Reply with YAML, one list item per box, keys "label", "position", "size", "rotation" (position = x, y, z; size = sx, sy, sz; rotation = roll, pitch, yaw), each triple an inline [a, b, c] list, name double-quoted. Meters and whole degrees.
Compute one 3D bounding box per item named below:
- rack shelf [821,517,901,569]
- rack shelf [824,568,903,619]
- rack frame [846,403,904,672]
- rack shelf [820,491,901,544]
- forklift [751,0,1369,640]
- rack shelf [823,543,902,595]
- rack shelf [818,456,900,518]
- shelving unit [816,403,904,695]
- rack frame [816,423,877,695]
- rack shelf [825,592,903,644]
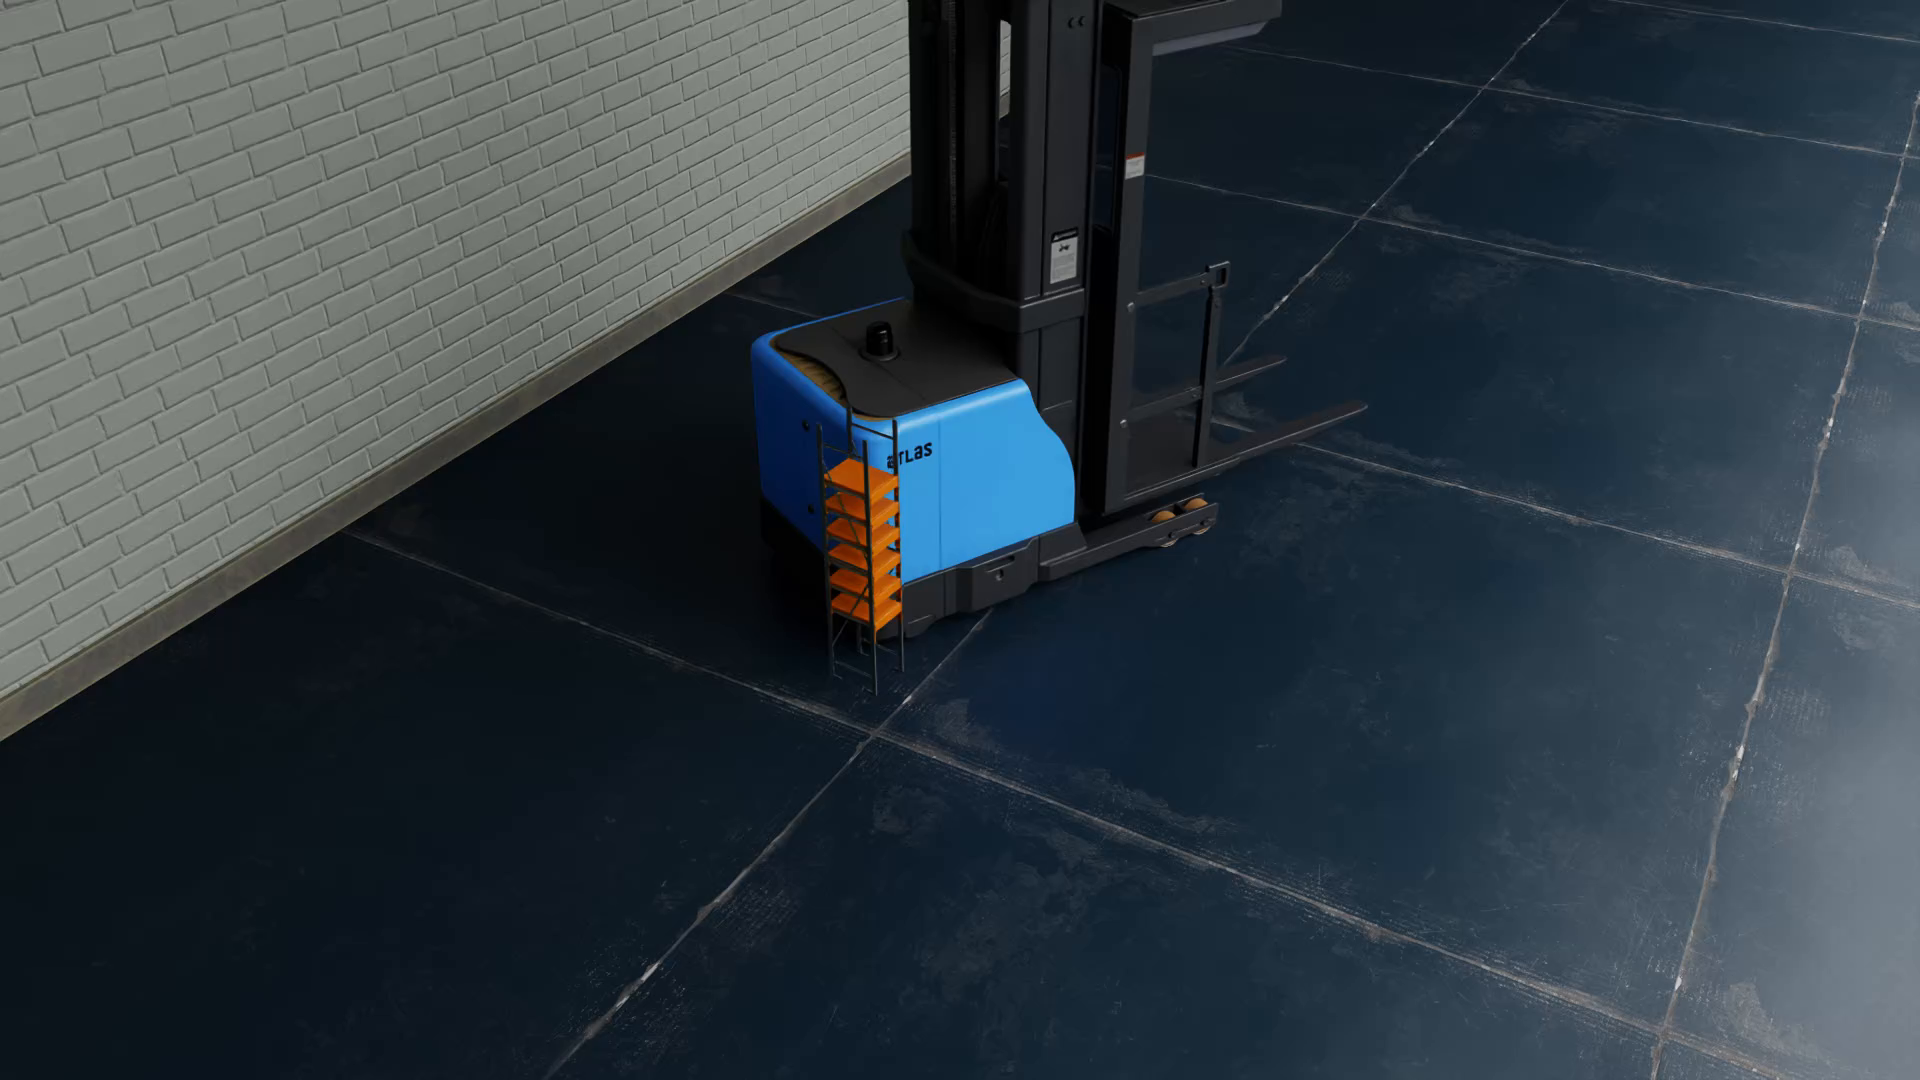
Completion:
- label: "rack shelf"
  position: [-0.388, -0.007, 6.542]
  size: [0.258, 0.103, 0.180]
  rotation: [21, 39, 28]
- label: "rack shelf"
  position: [-0.388, 0.192, 6.675]
  size: [0.258, 0.103, 0.180]
  rotation: [21, 39, 28]
- label: "rack frame"
  position: [-0.336, 0.014, 6.647]
  size: [0.240, 1.200, 0.006]
  rotation: [21, 39, 28]
- label: "rack shelf"
  position: [-0.388, -0.107, 6.475]
  size: [0.258, 0.103, 0.180]
  rotation: [21, 39, 28]
- label: "forklift"
  position: [0.605, -1.414, 7.229]
  size: [3.031, 2.935, 1.130]
  rotation: [-20, 38, -27]
- label: "rack shelf"
  position: [-0.388, 0.092, 6.609]
  size: [0.258, 0.103, 0.180]
  rotation: [21, 39, 28]
- label: "rack shelf"
  position: [-0.388, -0.207, 6.409]
  size: [0.258, 0.103, 0.180]
  rotation: [21, 39, 28]
- label: "shelving unit"
  position: [-0.388, 0.055, 6.584]
  size: [0.258, 1.200, 0.189]
  rotation: [21, 39, 28]
- label: "rack frame"
  position: [-0.440, 0.097, 6.521]
  size: [0.240, 1.200, 0.006]
  rotation: [21, 39, 28]
- label: "rack shelf"
  position: [-0.387, 0.292, 6.742]
  size: [0.258, 0.103, 0.180]
  rotation: [21, 39, 28]
